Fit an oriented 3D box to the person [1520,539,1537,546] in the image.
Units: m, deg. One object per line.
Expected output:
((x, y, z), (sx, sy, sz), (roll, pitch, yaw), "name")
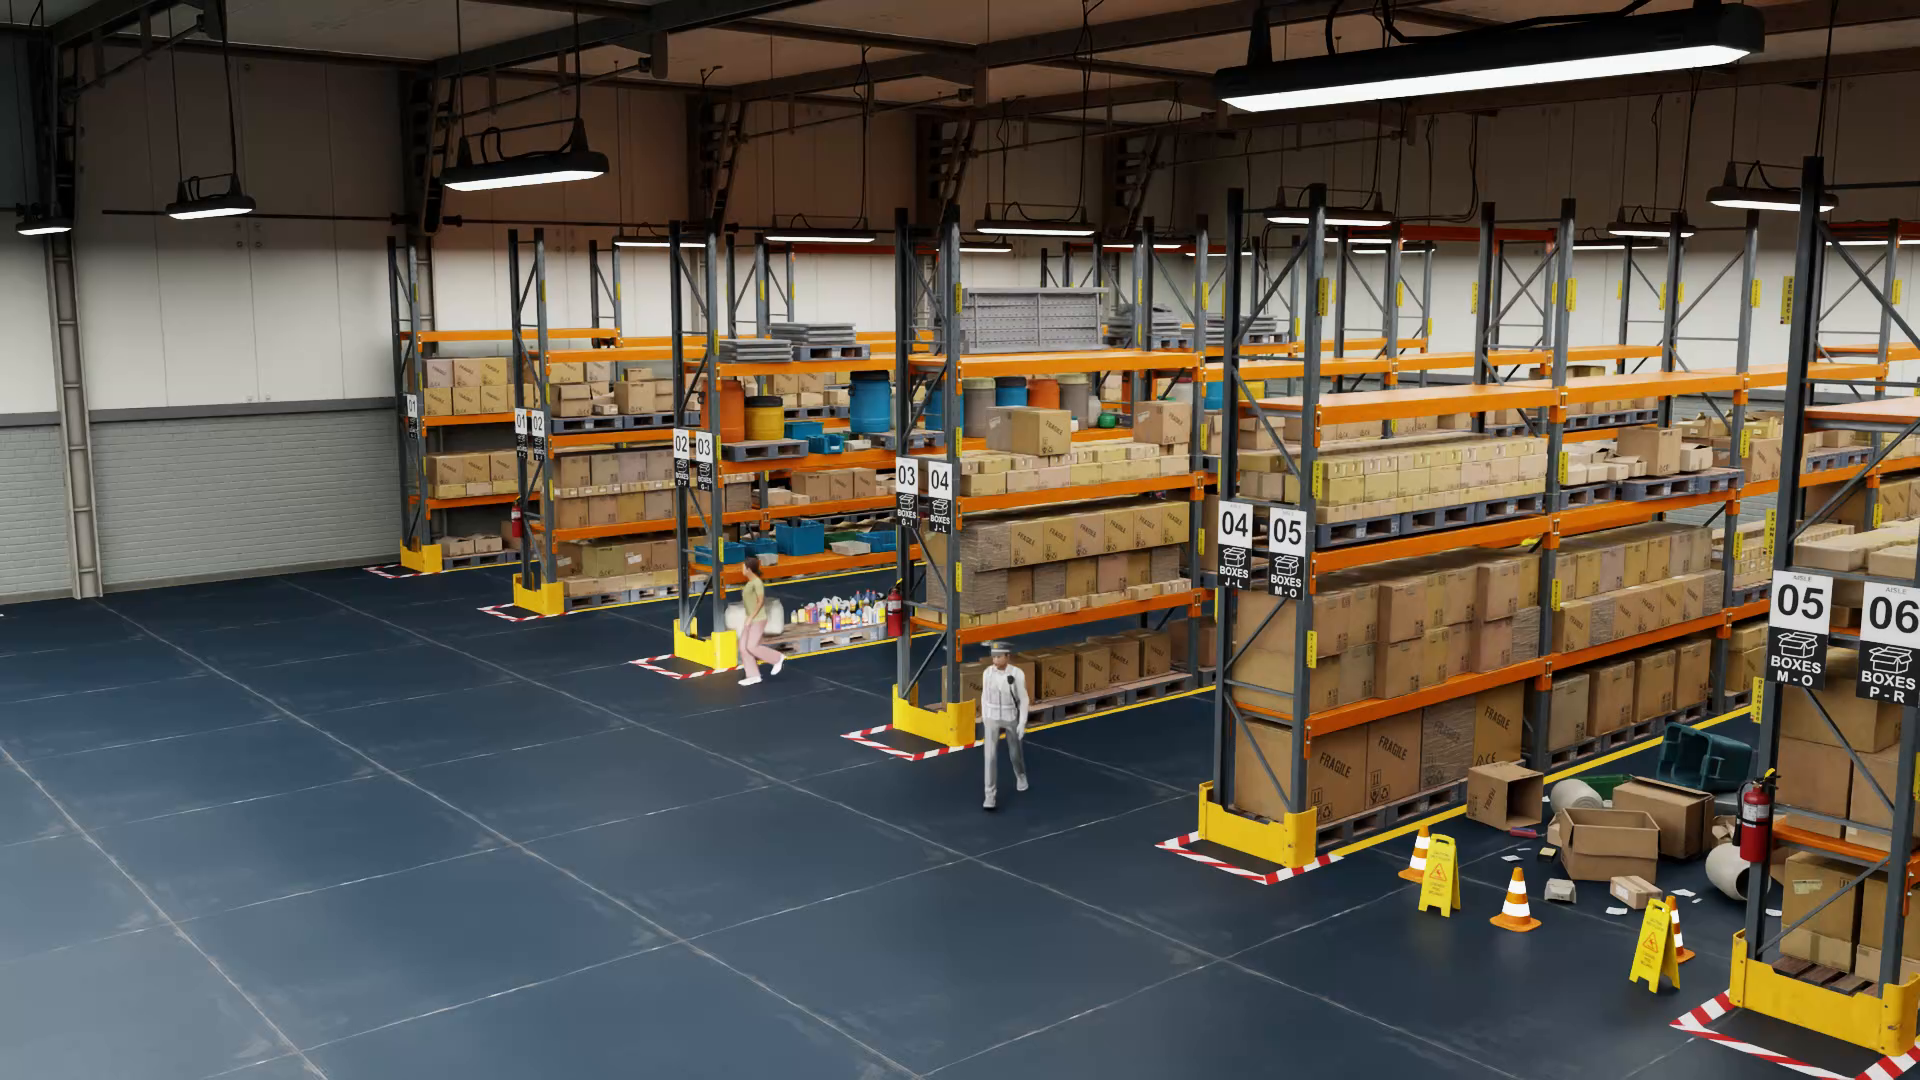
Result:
((7.742, 0.831, 22.746), (1.093, 1.712, 0.682), (-8, 12, -43), "person")

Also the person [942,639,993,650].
((0.122, 0.778, 23.434), (0.433, 1.540, 0.955), (8, 12, 40), "person")

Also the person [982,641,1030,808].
((0.452, 1.804, 16.712), (0.500, 1.628, 0.855), (1, 9, 10), "person")

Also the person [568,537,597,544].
((-6.797, -0.235, 29.900), (0.551, 1.595, 1.070), (4, 9, 22), "person")

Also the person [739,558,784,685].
((-2.615, 1.049, 21.656), (0.627, 1.643, 0.508), (-4, 10, -24), "person")
